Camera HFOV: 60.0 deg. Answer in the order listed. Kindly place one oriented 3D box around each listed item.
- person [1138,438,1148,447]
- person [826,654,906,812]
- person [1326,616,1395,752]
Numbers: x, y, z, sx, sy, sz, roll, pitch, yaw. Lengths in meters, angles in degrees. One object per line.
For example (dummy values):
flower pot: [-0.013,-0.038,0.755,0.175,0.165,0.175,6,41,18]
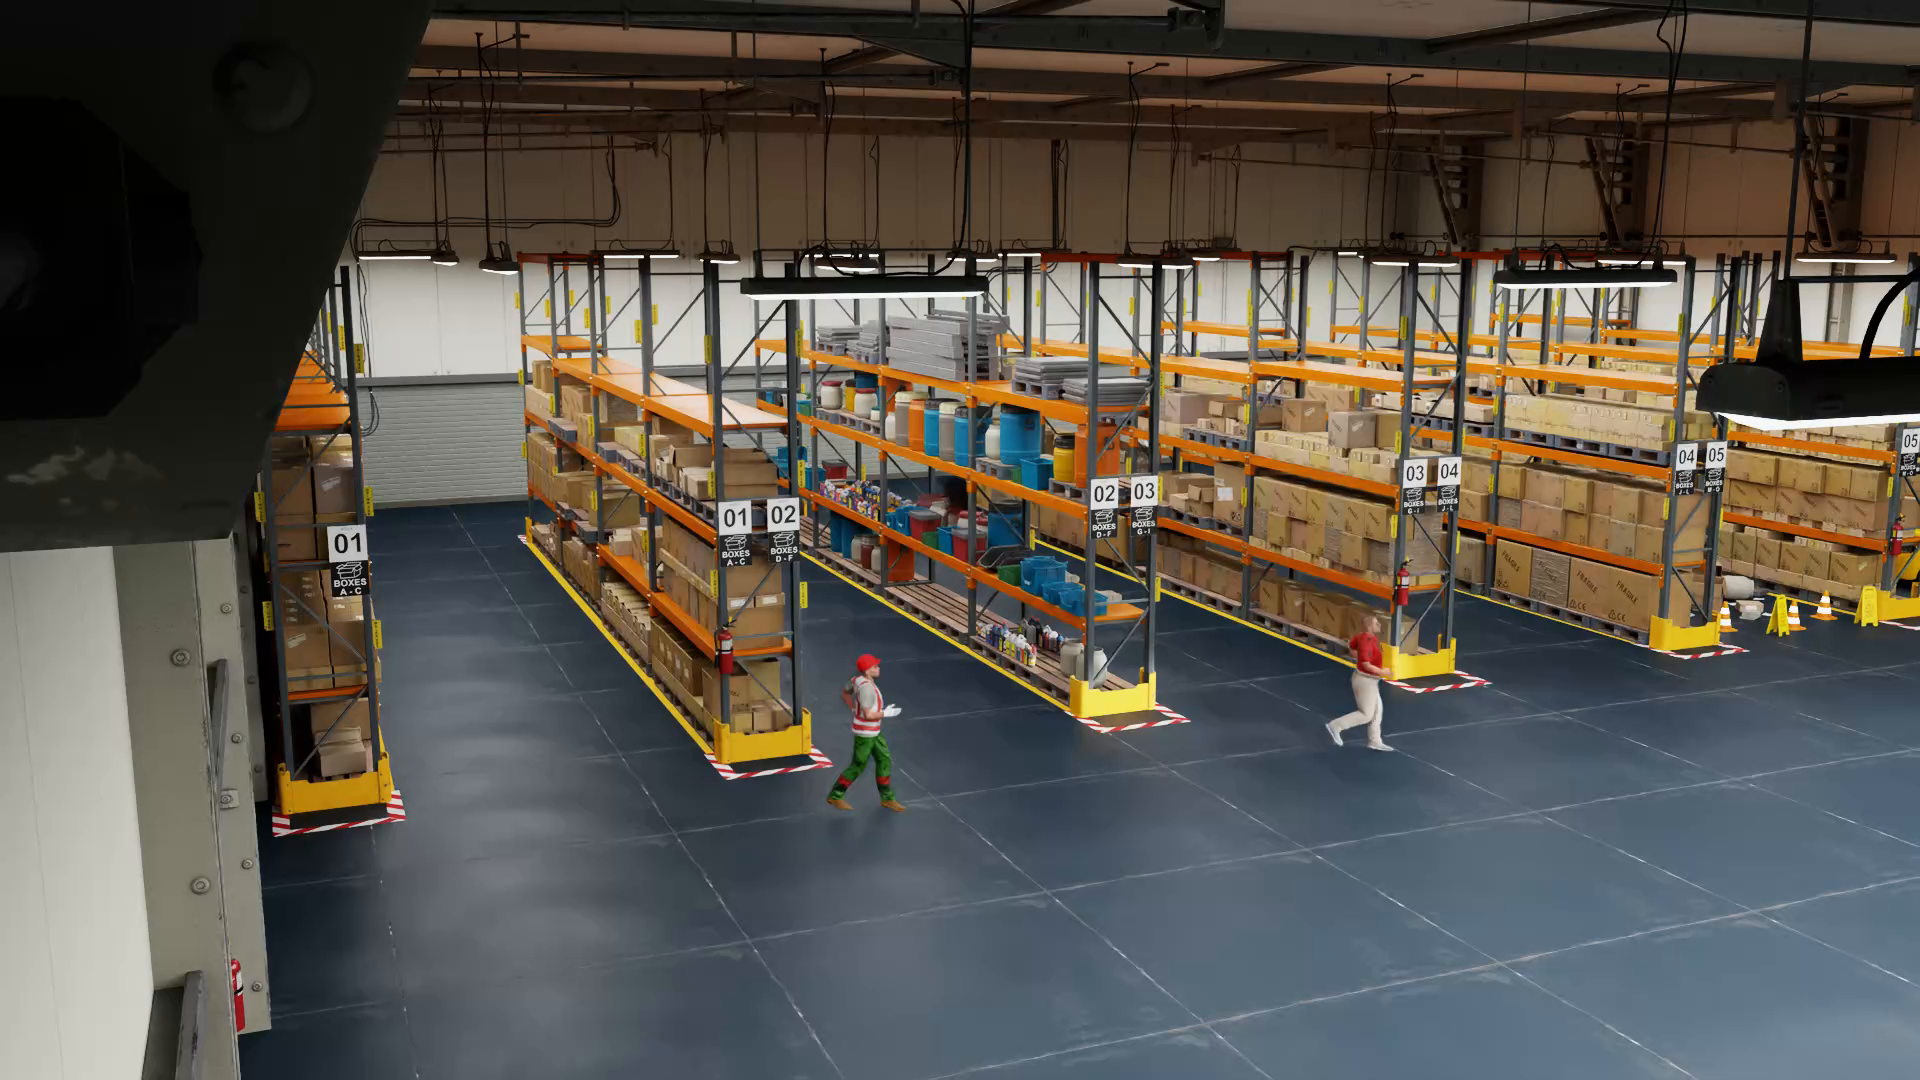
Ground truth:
person: [4.466,-2.009,41.445,0.529,1.599,0.872,6,12,31]
person: [-1.040,2.143,18.265,0.881,1.823,0.637,0,10,1]
person: [4.975,1.786,20.618,0.870,1.732,0.671,1,10,5]
